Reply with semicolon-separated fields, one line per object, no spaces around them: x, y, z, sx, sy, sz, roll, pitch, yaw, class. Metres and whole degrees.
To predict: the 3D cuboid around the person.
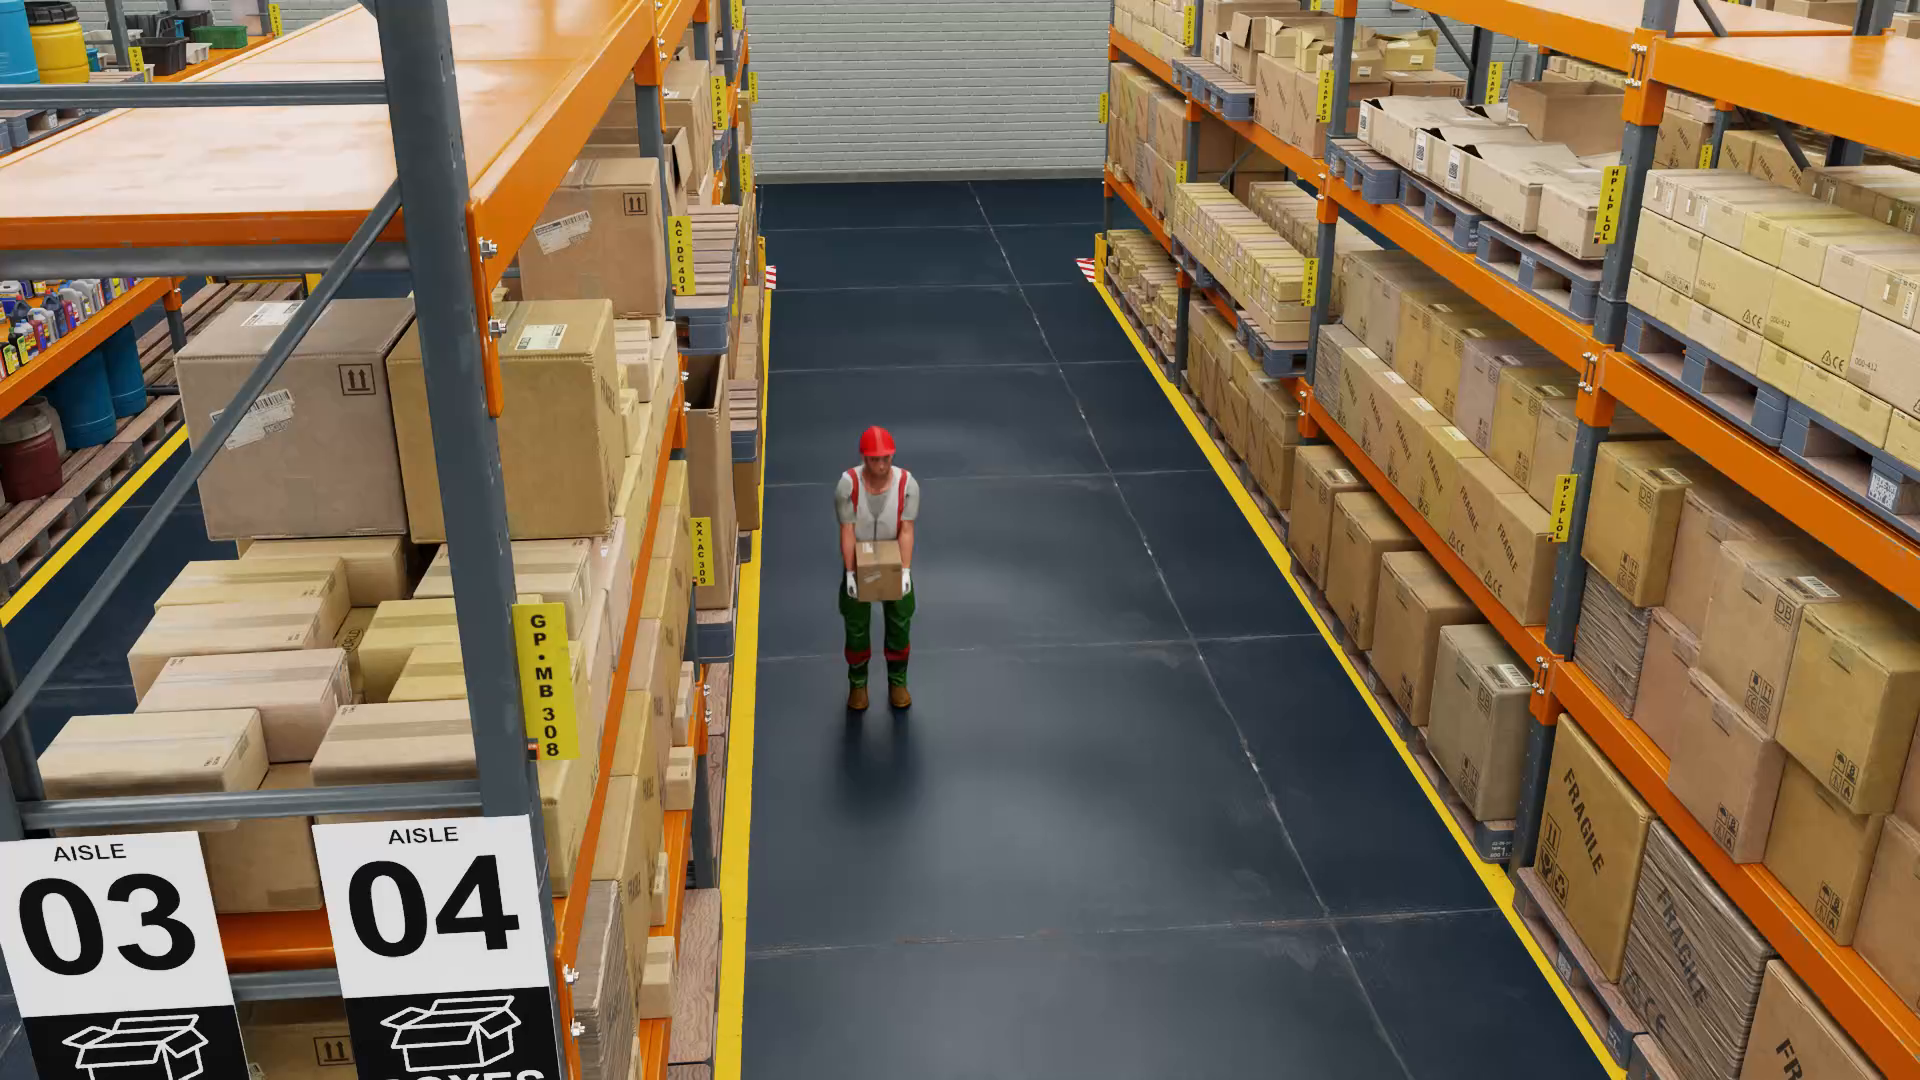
-0.472;0.177;9.675;0.494;1.777;0.570;-3;24;-6;person
